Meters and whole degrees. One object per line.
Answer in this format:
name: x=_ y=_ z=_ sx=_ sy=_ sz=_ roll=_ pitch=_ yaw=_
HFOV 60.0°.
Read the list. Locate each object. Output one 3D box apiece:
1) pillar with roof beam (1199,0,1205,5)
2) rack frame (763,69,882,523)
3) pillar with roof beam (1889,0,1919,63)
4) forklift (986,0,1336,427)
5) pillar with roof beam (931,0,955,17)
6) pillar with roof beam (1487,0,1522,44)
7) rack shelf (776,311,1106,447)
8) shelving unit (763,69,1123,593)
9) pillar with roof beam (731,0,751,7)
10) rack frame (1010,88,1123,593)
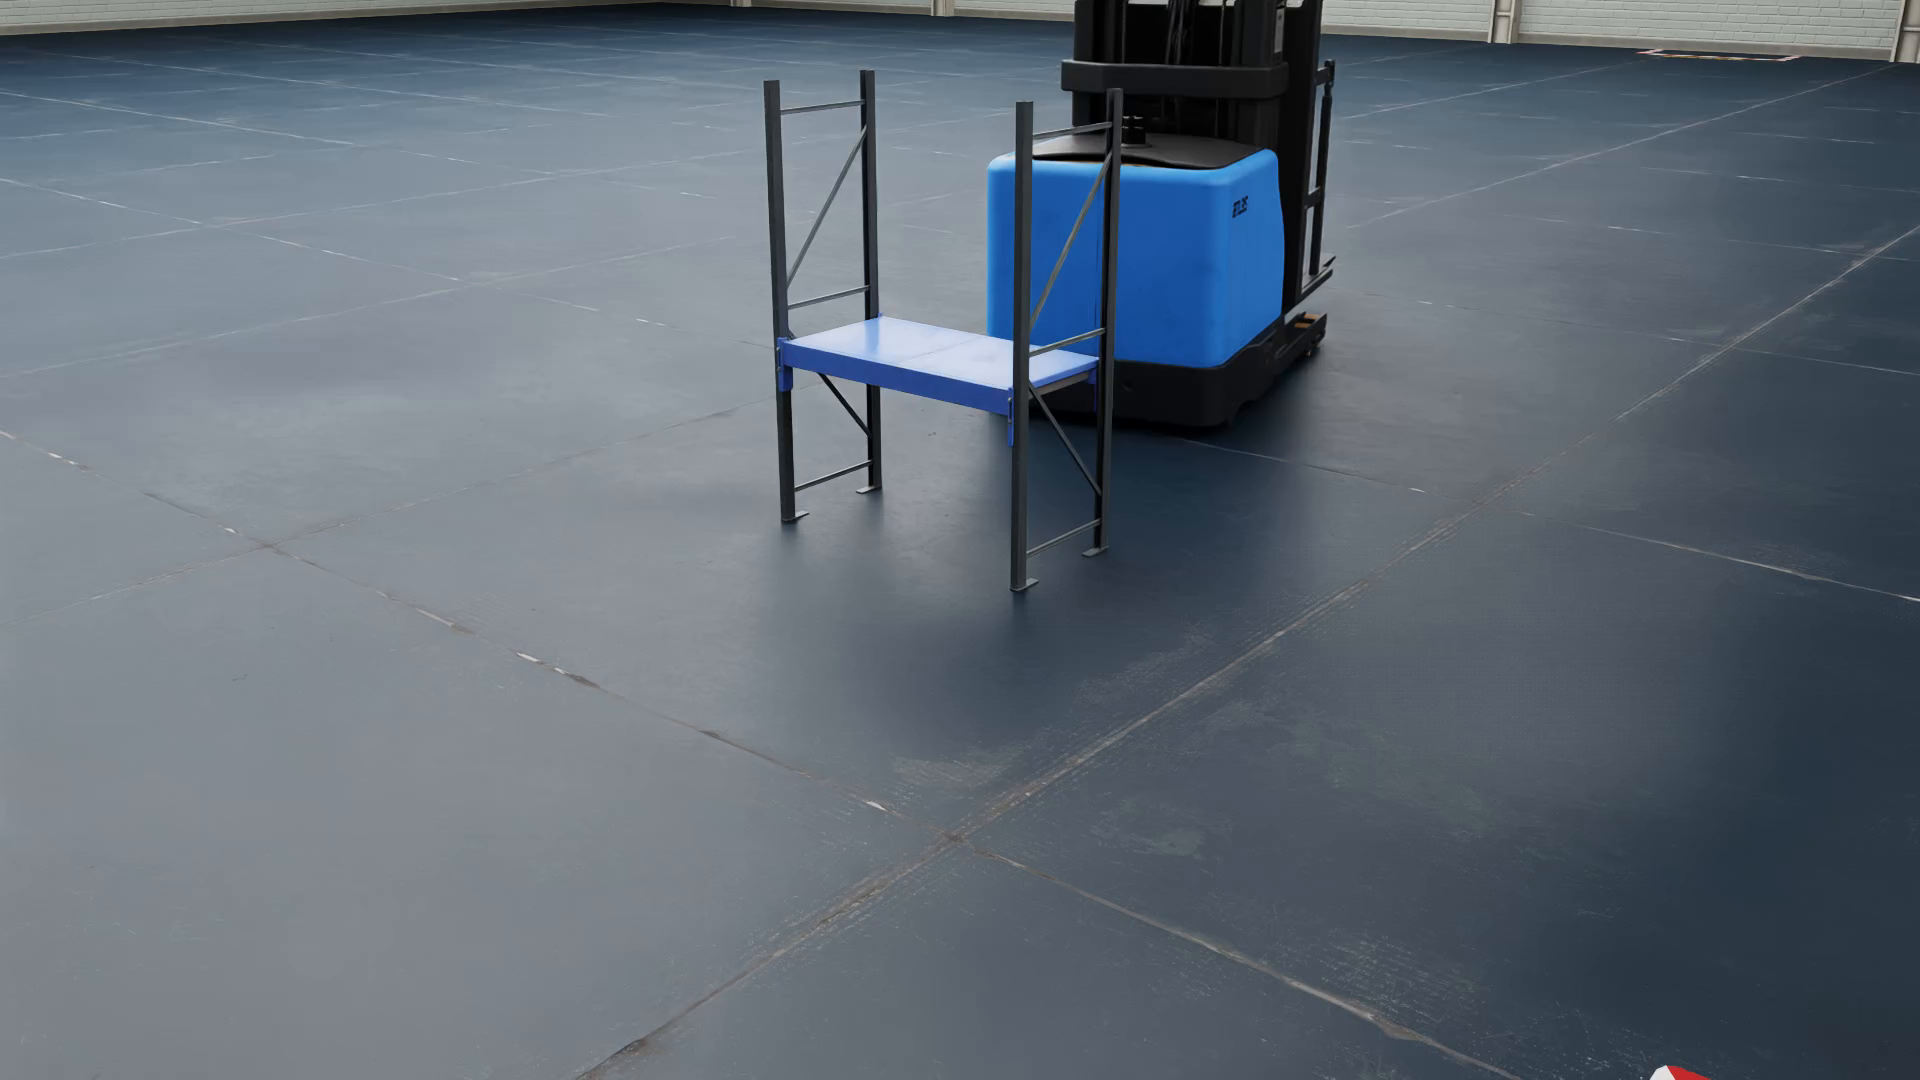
pillar with roof beam: x=1.574 y=-12.574 z=26.258 sx=0.400 sy=9.000 sz=9.100 roll=16 pitch=26 yaw=36
rack frame: x=-0.460 y=-0.834 z=5.755 sx=0.032 sy=1.500 sz=0.500 roll=16 pitch=26 yaw=36
pillar with roof beam: x=10.871 y=-9.896 z=19.158 sx=0.400 sy=9.000 sz=9.100 roll=16 pitch=26 yaw=36
forklift: x=1.158 y=-2.309 z=7.636 sx=1.130 sy=2.935 sz=3.031 roll=9 pitch=22 yaw=22
pillar with roof beam: x=-3.074 y=-13.912 z=29.808 sx=0.400 sy=9.000 sz=9.100 roll=16 pitch=26 yaw=36
pillar with roof beam: x=6.222 y=-11.235 z=22.708 sx=0.400 sy=9.000 sz=9.100 roll=16 pitch=26 yaw=36
rack shelf: x=-0.066 y=-0.552 z=5.517 sx=1.000 sy=0.185 sz=0.538 roll=16 pitch=26 yaw=36
shelving unit: x=-0.066 y=-0.721 z=5.454 sx=1.048 sy=1.500 sz=0.538 roll=16 pitch=26 yaw=36
pillar with roof beam: x=-7.723 y=-15.251 z=33.357 sx=0.400 sy=9.000 sz=9.100 roll=16 pitch=26 yaw=36
rack frame: x=0.328 y=-0.607 z=5.153 sx=0.032 sy=1.500 sz=0.500 roll=16 pitch=26 yaw=36
